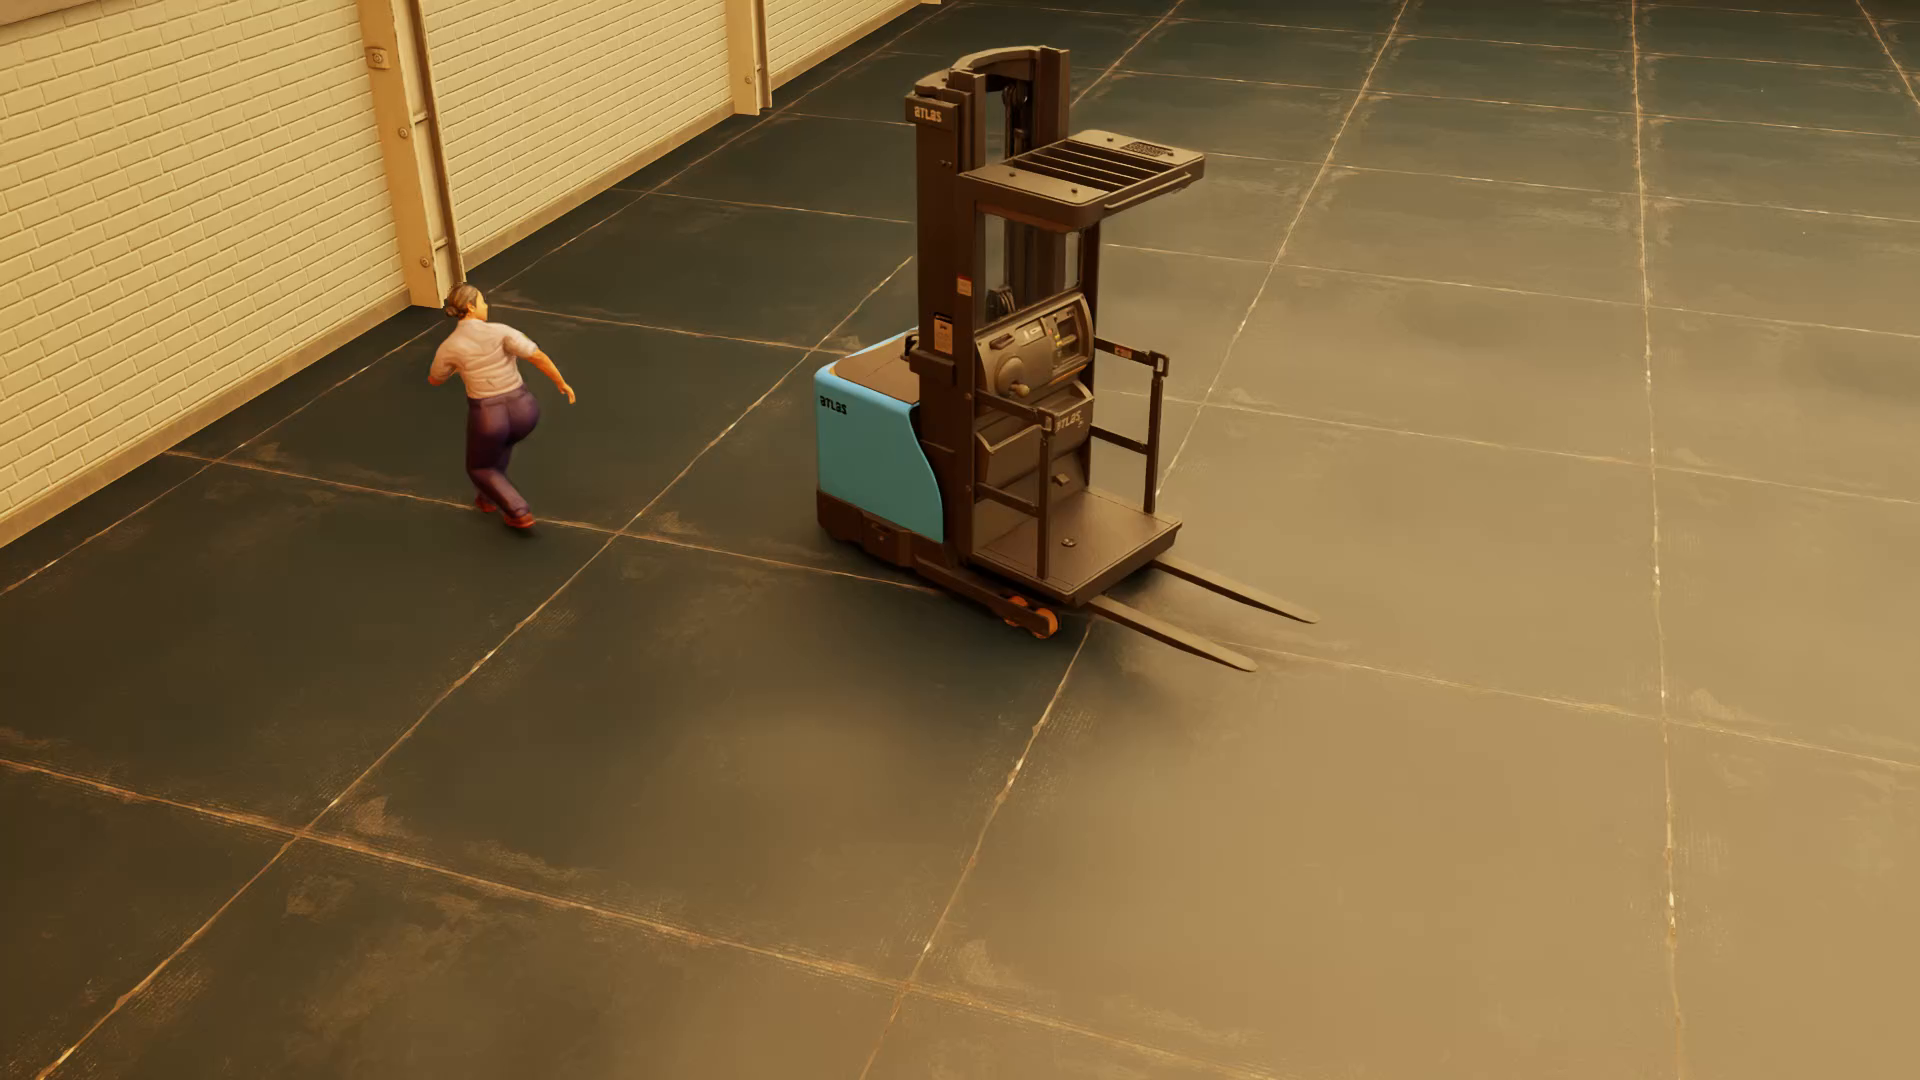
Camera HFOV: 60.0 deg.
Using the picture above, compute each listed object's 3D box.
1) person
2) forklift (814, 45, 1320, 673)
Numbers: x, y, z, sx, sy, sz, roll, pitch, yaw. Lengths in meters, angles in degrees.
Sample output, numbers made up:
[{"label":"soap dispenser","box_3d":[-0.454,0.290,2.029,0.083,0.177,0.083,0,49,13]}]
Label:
[{"label":"person","box_3d":[-2.769,-0.828,10.056,0.776,1.522,0.800,-16,34,-26]},{"label":"forklift","box_3d":[0.572,-1.026,8.935,3.031,2.935,1.130,23,37,35]}]
